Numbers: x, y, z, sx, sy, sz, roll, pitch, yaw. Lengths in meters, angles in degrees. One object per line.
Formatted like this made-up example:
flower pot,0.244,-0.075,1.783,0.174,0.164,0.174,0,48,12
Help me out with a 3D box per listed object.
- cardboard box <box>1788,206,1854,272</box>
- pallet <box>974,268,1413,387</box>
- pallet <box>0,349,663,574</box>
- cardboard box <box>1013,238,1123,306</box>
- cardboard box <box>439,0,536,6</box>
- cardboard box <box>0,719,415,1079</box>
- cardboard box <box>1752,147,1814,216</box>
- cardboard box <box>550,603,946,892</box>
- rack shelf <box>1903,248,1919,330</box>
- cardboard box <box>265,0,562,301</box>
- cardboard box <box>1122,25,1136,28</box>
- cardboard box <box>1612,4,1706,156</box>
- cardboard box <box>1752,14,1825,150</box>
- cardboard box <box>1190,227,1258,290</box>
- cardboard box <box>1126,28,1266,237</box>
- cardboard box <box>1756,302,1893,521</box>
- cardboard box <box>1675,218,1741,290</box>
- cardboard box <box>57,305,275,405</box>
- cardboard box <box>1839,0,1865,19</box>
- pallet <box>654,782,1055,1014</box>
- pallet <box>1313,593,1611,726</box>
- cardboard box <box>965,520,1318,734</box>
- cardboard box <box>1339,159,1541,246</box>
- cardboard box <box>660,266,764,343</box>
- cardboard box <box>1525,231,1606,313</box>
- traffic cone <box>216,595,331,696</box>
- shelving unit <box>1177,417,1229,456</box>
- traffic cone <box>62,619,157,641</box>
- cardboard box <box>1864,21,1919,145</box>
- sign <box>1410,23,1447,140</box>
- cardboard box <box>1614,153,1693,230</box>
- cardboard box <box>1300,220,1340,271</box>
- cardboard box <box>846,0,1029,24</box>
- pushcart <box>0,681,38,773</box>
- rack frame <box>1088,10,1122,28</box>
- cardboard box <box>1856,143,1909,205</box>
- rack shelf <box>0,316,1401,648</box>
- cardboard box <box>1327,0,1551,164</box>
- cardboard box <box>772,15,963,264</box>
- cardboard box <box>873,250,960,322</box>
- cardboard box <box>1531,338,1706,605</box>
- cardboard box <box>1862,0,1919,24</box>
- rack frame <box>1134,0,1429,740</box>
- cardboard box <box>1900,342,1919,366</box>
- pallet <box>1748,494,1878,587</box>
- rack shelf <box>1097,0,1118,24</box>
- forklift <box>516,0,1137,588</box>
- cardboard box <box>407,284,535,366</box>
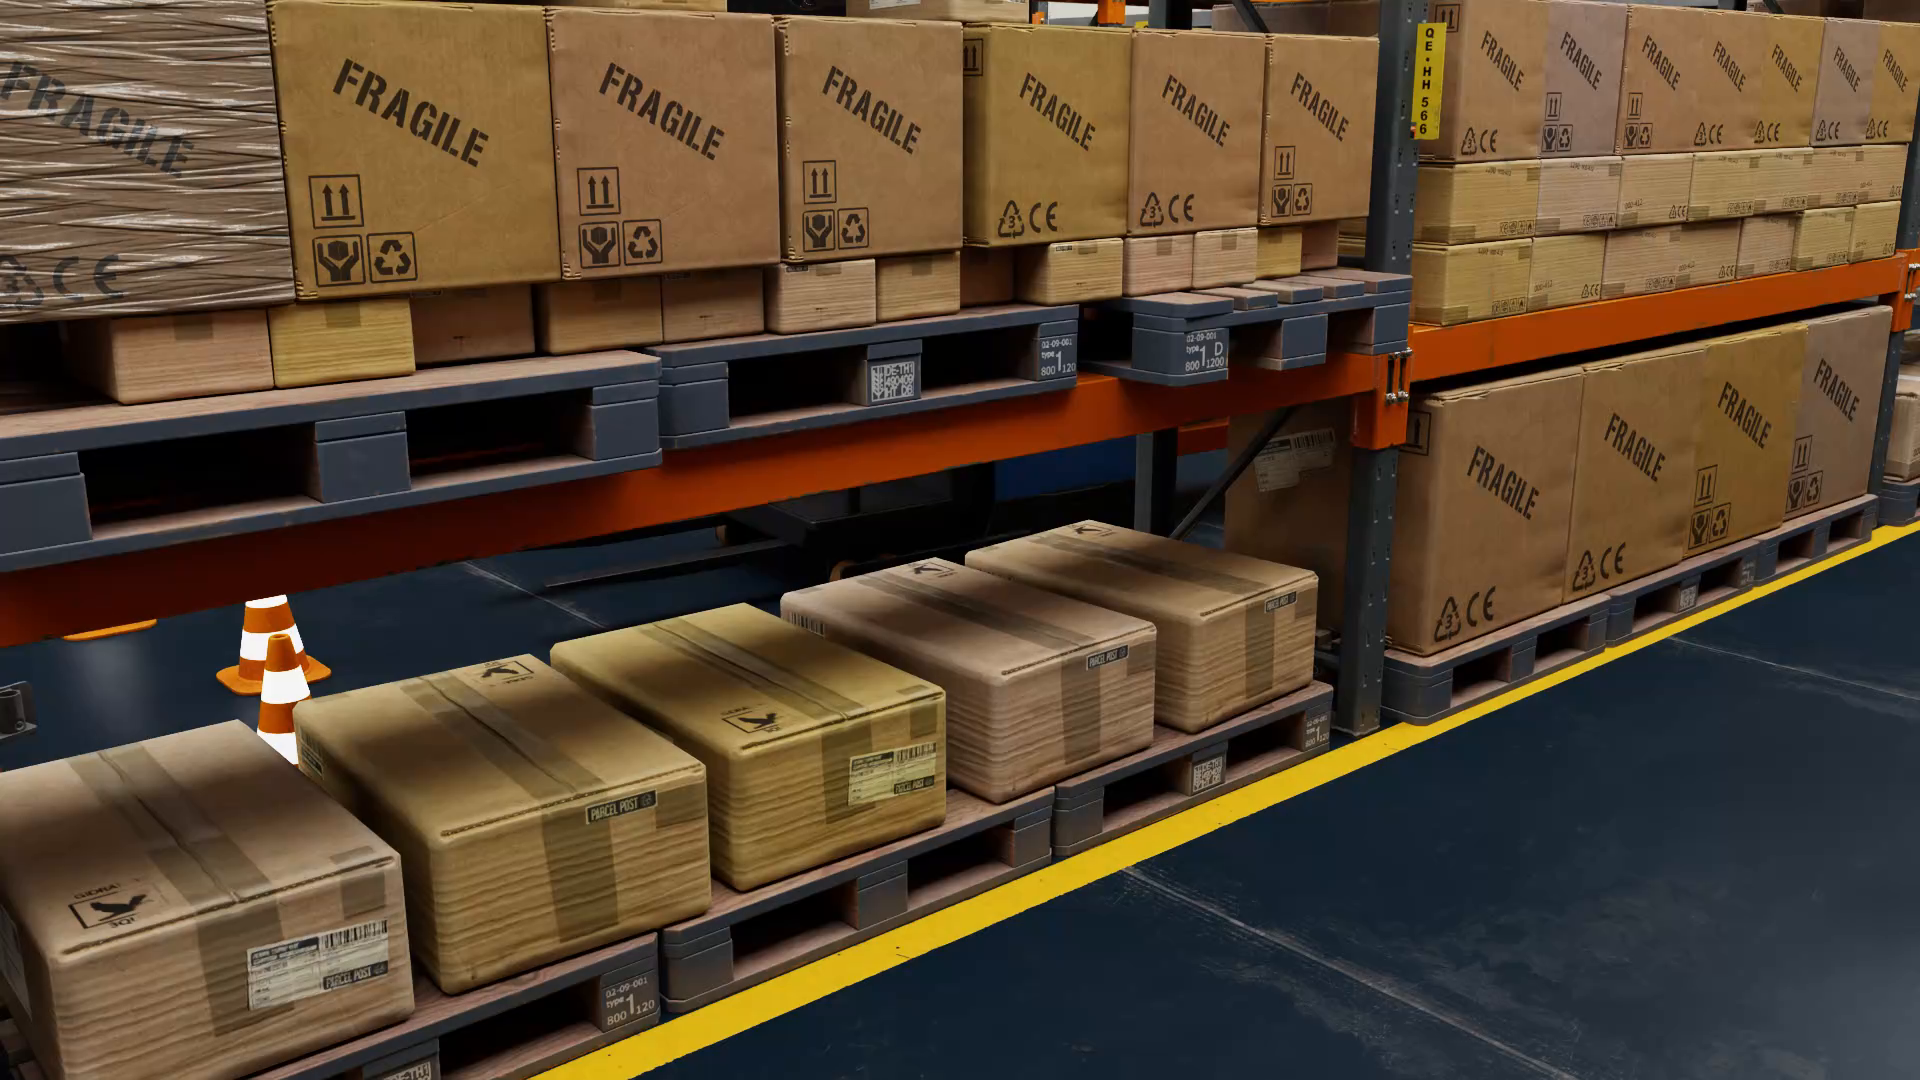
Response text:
cardboard box,3.453,-1.308,7.125,0.500,0.250,0.500,-13,20,-40
pallet,0.526,-0.680,4.854,1.003,0.211,1.213,-13,19,-39
pallet,-1.352,-0.245,3.225,1.213,0.211,1.003,-13,19,-39
cardboard box,0.192,-0.693,4.204,0.250,0.149,0.380,-12,19,-38
cardboard box,-1.121,-1.237,3.728,0.250,0.149,0.380,-14,20,-42
cardboard box,-1.630,0.741,3.441,0.625,0.372,0.950,-12,19,-39
cardboard box,3.079,-1.464,6.738,0.500,0.250,0.500,-12,19,-38
cardboard box,-0.567,0.500,4.342,0.625,0.372,0.950,-12,19,-38
rack shelf,5.520,-1.583,9.257,4.000,0.370,1.077,-13,19,-39
cardboard box,-1.105,-0.740,3.123,0.500,0.500,0.500,-13,19,-39
cardboard box,1.186,-3.242,11.368,0.500,0.500,0.500,-12,19,-38
cardboard box,2.294,-1.652,5.990,0.500,0.500,0.500,-12,19,-38
cardboard box,3.058,-1.827,6.647,0.500,0.500,0.500,-12,19,-38
cardboard box,0.585,-0.783,4.542,0.250,0.149,0.380,-13,20,-40
cardboard box,0.450,-1.088,4.427,0.500,0.500,0.500,-13,20,-40
cardboard box,3.596,-0.647,7.664,0.875,0.875,0.875,-12,19,-38
cardboard box,2.673,-1.138,6.488,0.500,0.250,0.500,-13,19,-39
cardboard box,-1.400,-0.350,2.921,0.250,0.149,0.380,-12,19,-39
cardboard box,4.305,-2.574,8.185,0.250,0.149,0.380,-12,19,-38
pallet,-0.517,0.771,4.454,1.213,0.211,1.003,-13,19,-39
pallet,1.638,0.314,6.164,1.213,0.211,1.003,-13,19,-39
cardboard box,0.561,0.247,5.293,0.625,0.372,0.950,-14,21,-43
cardboard box,1.538,-1.121,5.455,0.500,0.250,0.500,-13,20,-40
cardboard box,-0.633,-0.530,3.596,0.250,0.149,0.380,-12,19,-39
cardboard box,1.903,-0.966,5.844,0.500,0.250,0.500,-13,20,-41
traffic cone,-2.445,0.263,5.869,0.334,0.463,0.336,-13,19,-39
shelving unit,1.209,-0.749,8.376,1.048,1.125,0.538,-10,18,-34
traffic cone,-3.347,0.110,6.443,0.334,0.463,0.336,-13,19,-39
cardboard box,3.839,-1.998,7.287,0.500,0.500,0.500,-12,19,-38
sign,1.357,-1.331,4.830,0.005,0.325,0.100,-13,19,-39
cardboard box,2.312,-1.290,6.089,0.500,0.250,0.500,-13,20,-40
cardboard box,0.901,-0.894,4.958,0.250,0.149,0.380,-12,19,-37
cardboard box,-0.056,-1.290,3.926,0.250,0.149,0.380,-14,20,-42
pushcart,-3.559,0.595,4.790,1.648,0.377,0.936,8,17,28
rack frame,0.685,-2.538,11.439,0.127,3.000,1.000,-13,19,-39
cardboard box,3.838,-1.639,7.394,0.500,0.250,0.500,-13,20,-39
rack shelf,-0.515,-0.228,4.183,4.000,0.370,1.077,-13,19,-39
cardboard box,1.526,-1.481,5.351,0.500,0.500,0.500,-14,20,-41
cardboard box,-0.342,-0.910,3.760,0.500,0.500,0.500,-14,20,-42
cardboard box,-0.216,-0.616,3.917,0.250,0.149,0.380,-13,20,-41
cardboard box,2.245,-0.341,6.519,0.875,0.875,0.875,-12,19,-39
cardboard box,4.419,-2.439,7.681,0.250,0.149,0.380,-13,20,-40
rack frame,0.993,-0.914,5.359,0.127,3.000,1.000,-13,19,-39
cardboard box,5.230,-0.794,9.060,0.875,0.438,0.875,-13,20,-41
pallet,3.478,-0.099,7.711,1.213,0.211,1.003,-13,19,-39
rack shelf,-0.823,-3.301,9.877,4.000,0.370,1.077,-13,19,-39
forklift,-0.510,-1.322,7.020,3.031,2.935,1.130,-10,18,-34
cardboard box,-1.042,-0.453,3.308,0.250,0.149,0.380,-11,19,-36
